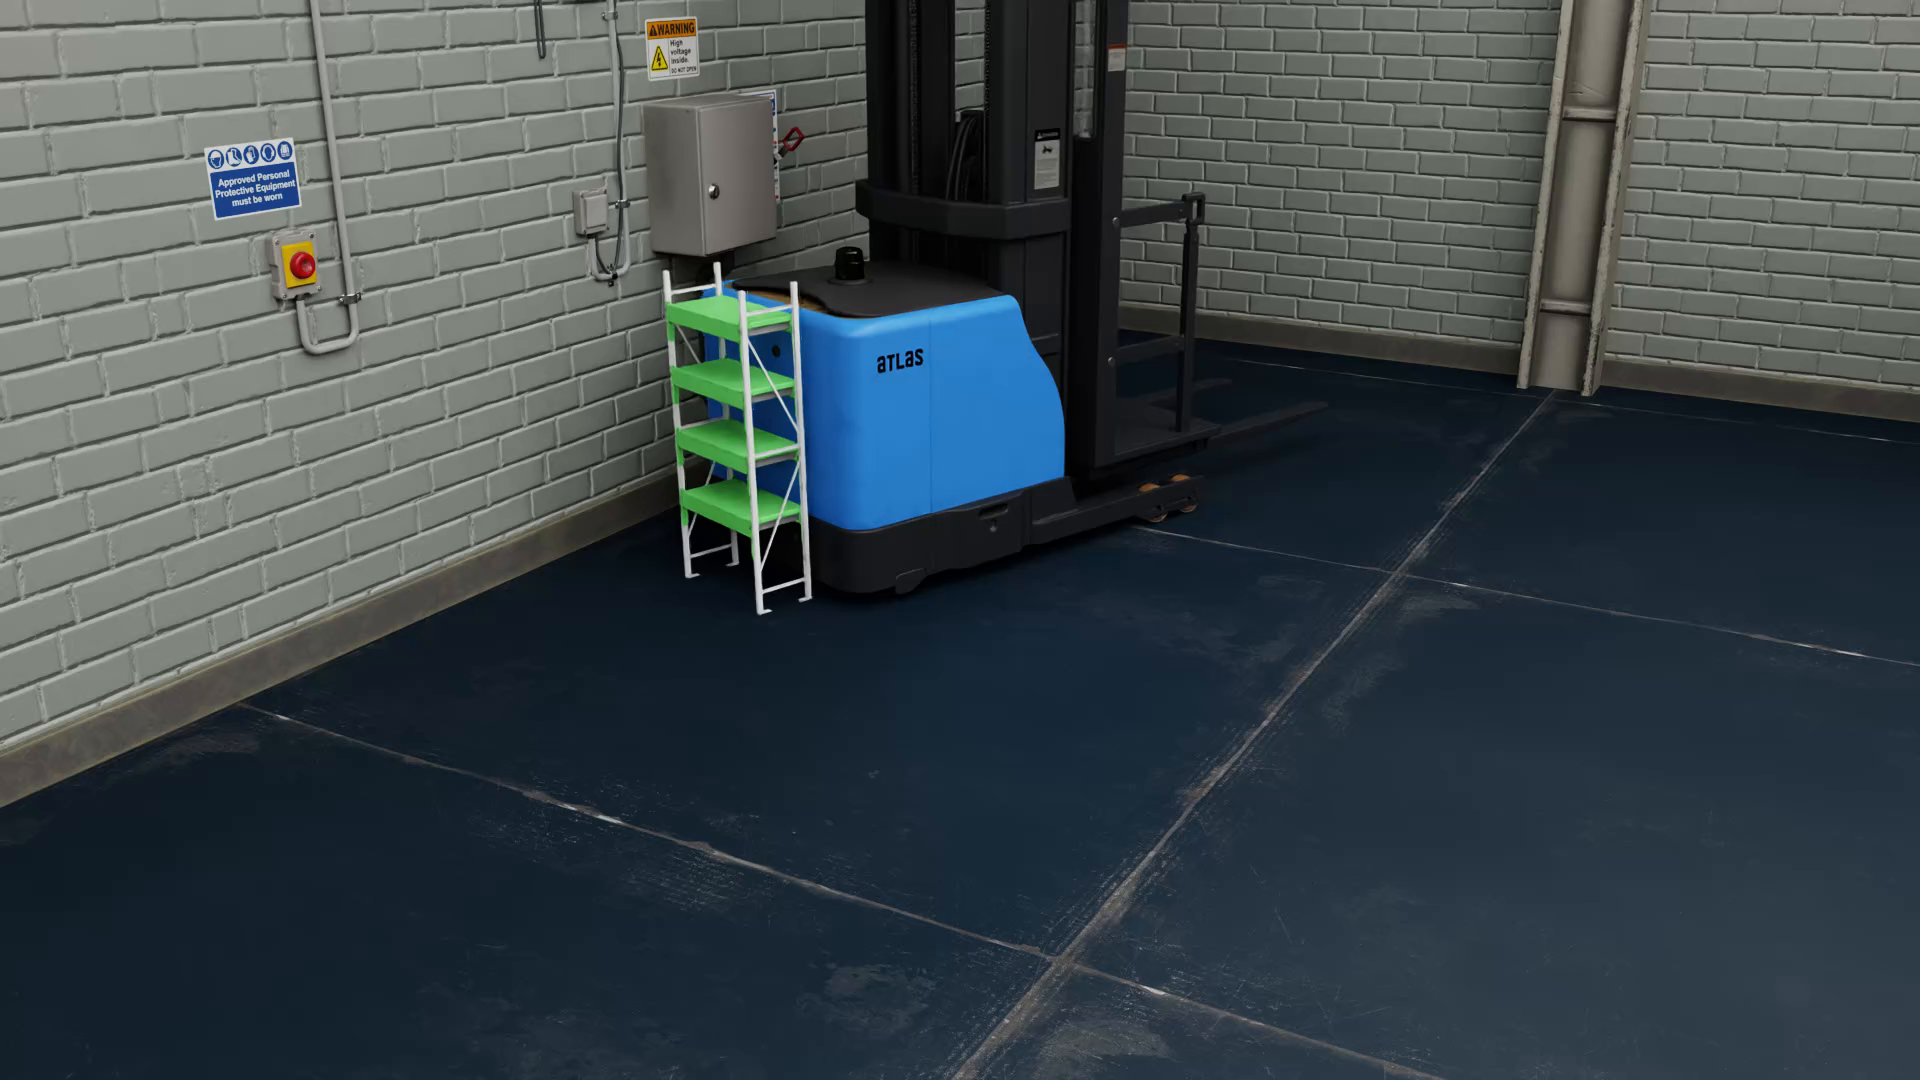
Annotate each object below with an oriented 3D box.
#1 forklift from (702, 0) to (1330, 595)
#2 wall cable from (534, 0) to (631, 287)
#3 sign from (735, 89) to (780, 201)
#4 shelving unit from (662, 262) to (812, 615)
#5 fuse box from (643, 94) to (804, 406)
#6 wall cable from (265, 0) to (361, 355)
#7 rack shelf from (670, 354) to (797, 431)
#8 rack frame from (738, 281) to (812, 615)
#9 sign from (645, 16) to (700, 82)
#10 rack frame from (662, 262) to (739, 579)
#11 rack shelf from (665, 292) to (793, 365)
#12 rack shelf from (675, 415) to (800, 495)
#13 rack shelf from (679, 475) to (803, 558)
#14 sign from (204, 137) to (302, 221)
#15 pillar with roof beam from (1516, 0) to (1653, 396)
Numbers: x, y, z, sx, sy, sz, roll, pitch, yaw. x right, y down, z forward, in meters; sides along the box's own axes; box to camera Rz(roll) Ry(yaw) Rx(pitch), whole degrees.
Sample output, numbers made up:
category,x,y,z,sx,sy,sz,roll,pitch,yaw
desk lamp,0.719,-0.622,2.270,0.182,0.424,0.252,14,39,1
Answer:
category,x,y,z,sx,sy,sz,roll,pitch,yaw
forklift,0.425,-1.571,6.899,3.031,2.935,1.130,-16,26,-38
wall cable,-1.436,-1.904,6.225,0.122,1.984,0.588,11,23,27
sign,-0.905,-1.740,7.403,0.001,0.494,0.329,11,23,27
shelving unit,-0.819,-0.379,6.144,0.258,1.200,0.503,-18,26,-38
fuse box,-0.965,-0.998,7.106,0.414,1.711,0.539,11,23,27
wall cable,-2.117,-1.495,5.051,0.123,1.953,0.585,11,23,27
rack shelf,-0.821,-0.544,6.082,0.258,0.148,0.480,-18,26,-38
rack frame,-0.659,-0.316,5.971,0.240,1.200,0.015,-18,26,-38
sign,-1.173,-2.010,6.795,0.001,0.242,0.339,11,23,27
rack frame,-0.979,-0.442,6.317,0.240,1.200,0.015,-18,26,-38
rack shelf,-0.824,-0.769,5.998,0.258,0.148,0.480,-18,26,-38
rack shelf,-0.818,-0.319,6.166,0.258,0.148,0.480,-18,26,-38
rack shelf,-0.815,-0.094,6.250,0.258,0.148,0.480,-18,26,-38
sign,-2.194,-1.125,5.172,0.001,0.218,0.327,11,23,27
pillar with roof beam,1.221,-3.805,4.159,0.400,9.000,9.100,11,23,27
